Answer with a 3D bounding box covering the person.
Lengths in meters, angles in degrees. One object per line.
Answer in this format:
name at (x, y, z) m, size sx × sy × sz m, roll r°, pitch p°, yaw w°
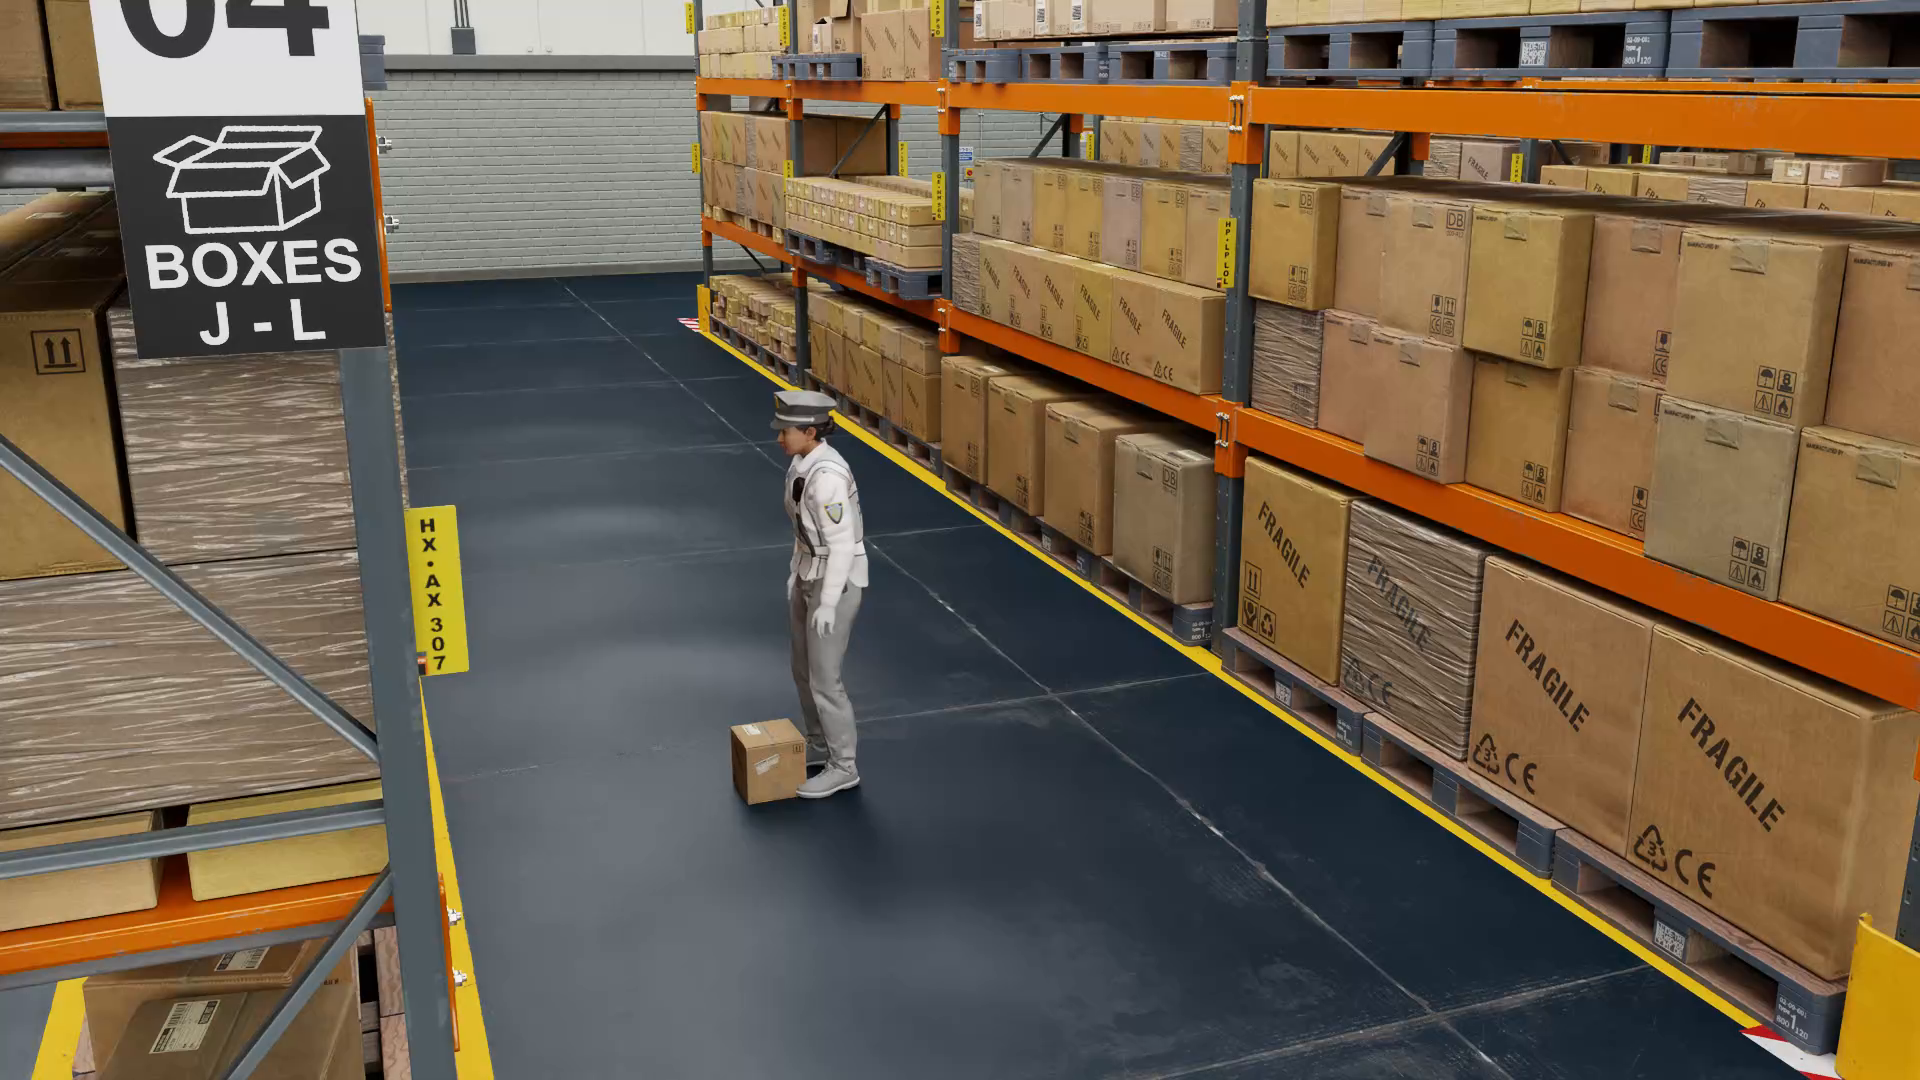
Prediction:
person at (-0.573, 0.207, 6.784) m, size 0.371 × 1.663 × 0.530 m, roll -6°, pitch 17°, yaw -20°
